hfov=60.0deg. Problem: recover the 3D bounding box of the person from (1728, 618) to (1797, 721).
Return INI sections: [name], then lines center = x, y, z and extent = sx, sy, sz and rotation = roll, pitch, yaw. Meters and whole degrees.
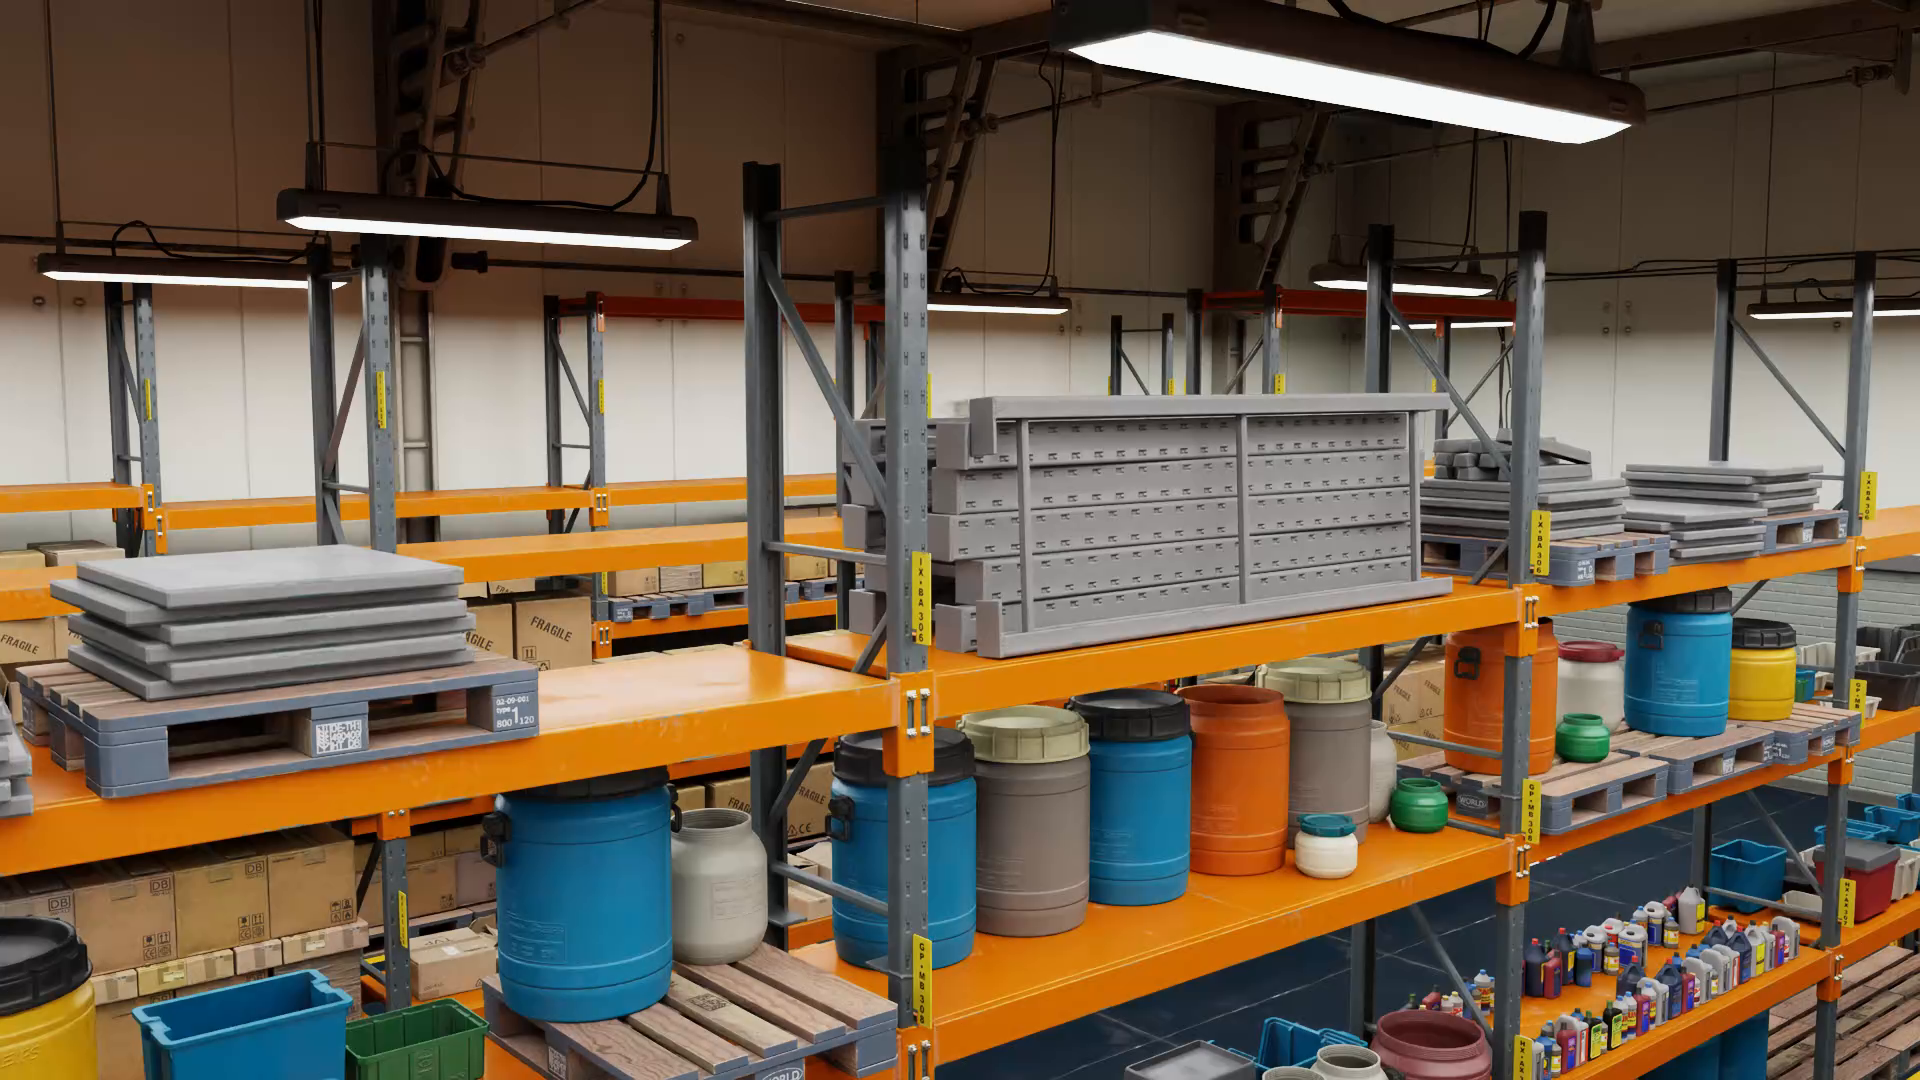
[person]
center = 8.650, 2.632, 3.072
extent = 6.146, 2.704, 16.942
rotation = -5, 8, -43
